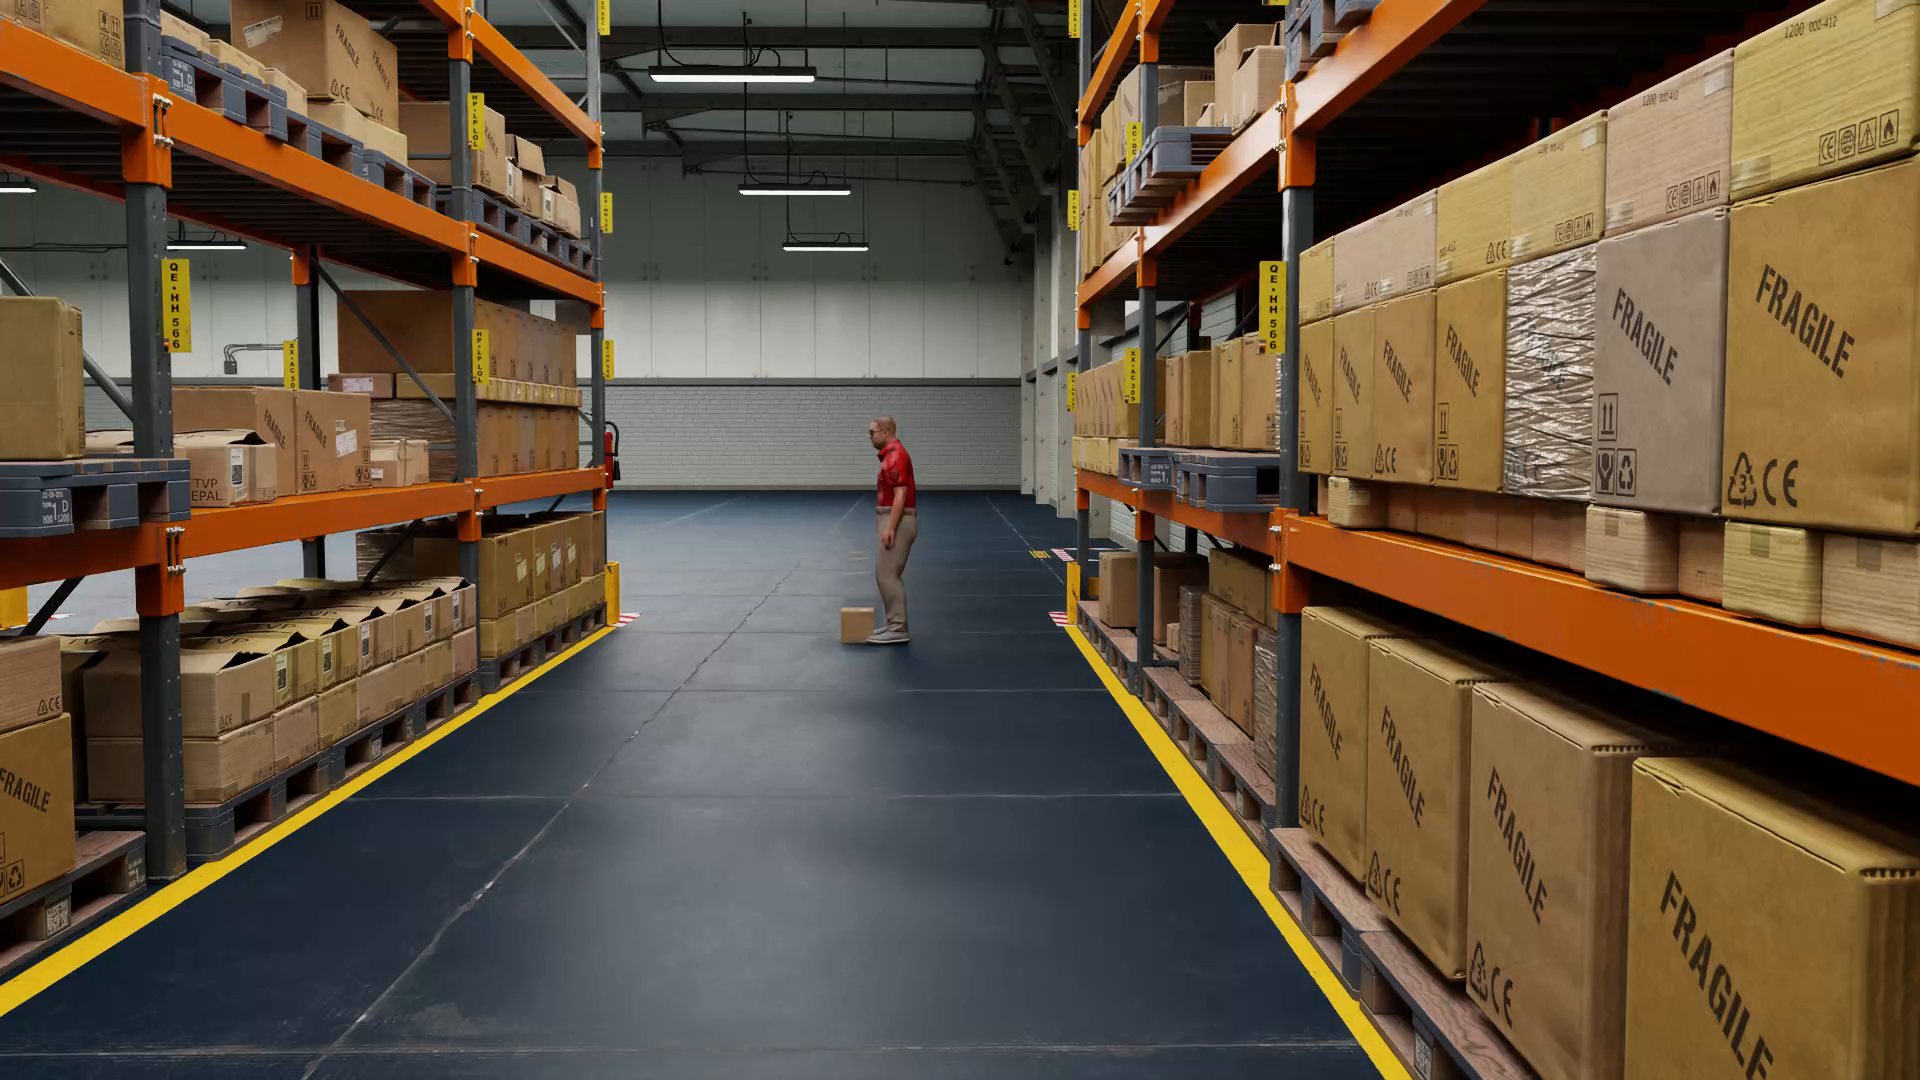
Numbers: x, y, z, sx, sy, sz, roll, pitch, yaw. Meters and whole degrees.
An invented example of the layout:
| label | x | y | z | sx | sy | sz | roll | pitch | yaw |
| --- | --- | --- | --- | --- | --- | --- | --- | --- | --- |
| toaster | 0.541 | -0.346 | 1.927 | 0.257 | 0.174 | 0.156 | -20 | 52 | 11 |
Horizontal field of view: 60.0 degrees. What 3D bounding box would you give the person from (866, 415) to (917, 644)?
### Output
| label | x | y | z | sx | sy | sz | roll | pitch | yaw |
| --- | --- | --- | --- | --- | --- | --- | --- | --- | --- |
| person | -0.522 | -0.086 | 12.665 | 0.391 | 1.725 | 0.584 | 0 | 4 | -4 |
